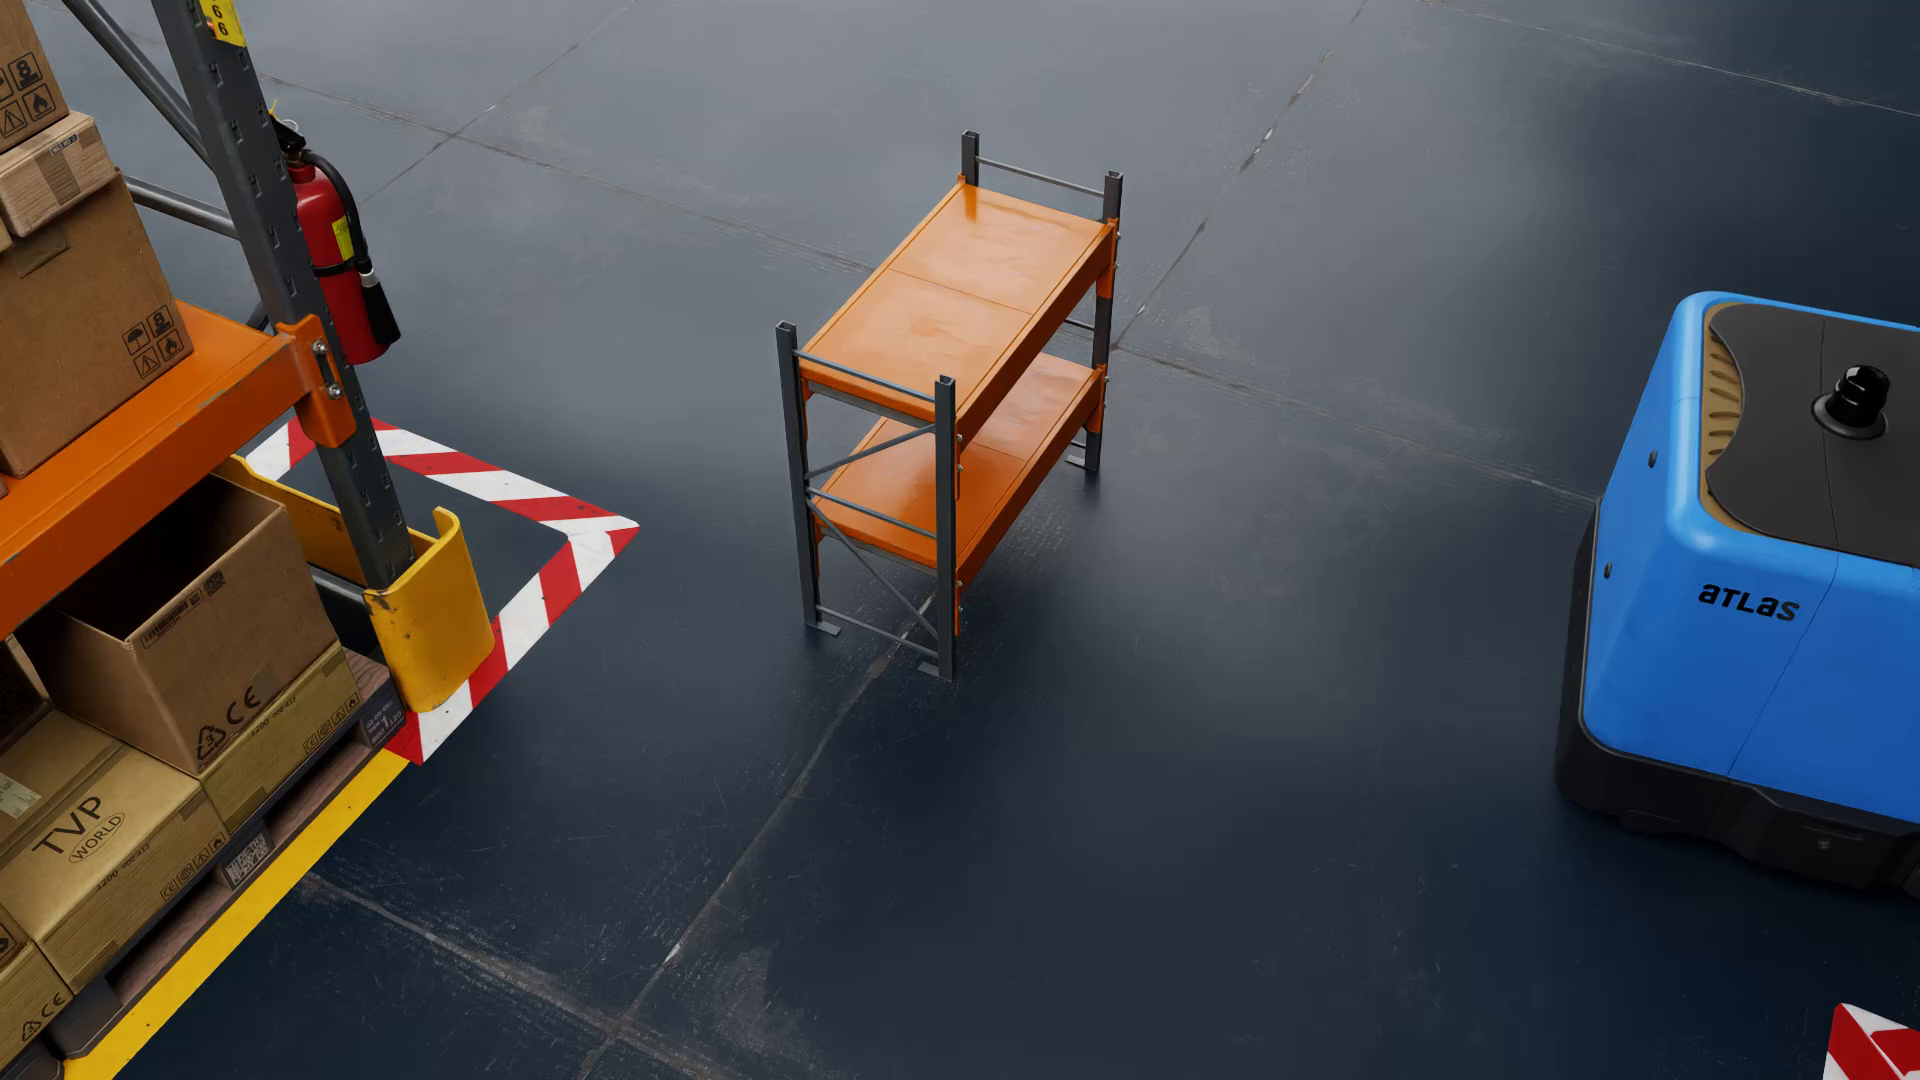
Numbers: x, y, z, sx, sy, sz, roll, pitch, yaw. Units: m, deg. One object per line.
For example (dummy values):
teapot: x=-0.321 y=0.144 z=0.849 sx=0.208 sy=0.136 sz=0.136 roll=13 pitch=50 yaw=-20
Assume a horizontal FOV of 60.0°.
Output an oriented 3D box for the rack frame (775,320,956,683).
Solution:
rack frame: x=-0.239 y=-0.071 z=4.529 sx=0.500 sy=1.125 sz=0.032 roll=20 pitch=49 yaw=19

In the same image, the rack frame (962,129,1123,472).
rack frame: x=0.233 y=-0.711 z=5.162 sx=0.500 sy=1.125 sz=0.032 roll=20 pitch=49 yaw=19

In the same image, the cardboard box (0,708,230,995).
cardboard box: x=-2.176 y=0.745 z=4.043 sx=0.500 sy=0.250 sz=0.500 roll=20 pitch=49 yaw=19

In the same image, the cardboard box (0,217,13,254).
cardboard box: x=-2.096 y=-0.623 z=3.230 sx=0.380 sy=0.149 sz=0.250 roll=22 pitch=49 yaw=20

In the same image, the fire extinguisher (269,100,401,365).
fire extinguisher: x=-1.501 y=-0.723 z=3.910 sx=0.296 sy=0.674 sz=0.183 roll=20 pitch=49 yaw=19

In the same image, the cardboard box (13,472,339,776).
cardboard box: x=-1.952 y=0.163 z=4.091 sx=0.500 sy=0.500 sz=0.500 roll=20 pitch=49 yaw=19

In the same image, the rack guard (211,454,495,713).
rack guard: x=-1.956 y=0.035 z=4.864 sx=1.175 sy=0.500 sz=0.348 roll=20 pitch=49 yaw=19

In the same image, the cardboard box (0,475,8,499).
cardboard box: x=-2.435 y=-0.241 z=3.309 sx=0.700 sy=0.500 sz=0.500 roll=22 pitch=49 yaw=20

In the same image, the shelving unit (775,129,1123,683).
shelving unit: x=-0.003 y=-0.391 z=4.846 sx=0.538 sy=1.125 sz=1.048 roll=20 pitch=49 yaw=19

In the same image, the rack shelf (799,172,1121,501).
rack shelf: x=-0.003 y=-0.597 z=4.638 sx=0.538 sy=0.278 sz=1.000 roll=20 pitch=49 yaw=19

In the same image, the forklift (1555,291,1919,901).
forklift: x=3.190 y=-0.299 z=3.485 sx=3.031 sy=2.935 sz=1.130 roll=13 pitch=47 yaw=13

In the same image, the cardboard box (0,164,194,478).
cardboard box: x=-2.195 y=-0.574 z=3.638 sx=0.700 sy=0.500 sz=0.500 roll=20 pitch=49 yaw=19

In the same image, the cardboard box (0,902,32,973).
cardboard box: x=-2.404 y=0.798 z=3.463 sx=0.500 sy=0.500 sz=0.500 roll=20 pitch=49 yaw=19

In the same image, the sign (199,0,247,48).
sign: x=-1.493 y=-1.131 z=3.278 sx=0.100 sy=0.325 sz=0.005 roll=20 pitch=49 yaw=19

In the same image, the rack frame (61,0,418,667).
rack frame: x=-1.967 y=-0.829 z=3.960 sx=1.000 sy=3.000 sz=0.127 roll=20 pitch=49 yaw=19

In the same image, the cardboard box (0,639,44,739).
cardboard box: x=-2.643 y=0.307 z=3.949 sx=0.500 sy=0.500 sz=0.500 roll=20 pitch=49 yaw=19

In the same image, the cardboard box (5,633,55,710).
cardboard box: x=-2.413 y=0.255 z=4.527 sx=0.500 sy=0.250 sz=0.500 roll=20 pitch=49 yaw=19

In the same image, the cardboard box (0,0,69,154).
cardboard box: x=-2.220 y=-0.997 z=3.144 sx=0.700 sy=0.500 sz=0.500 roll=21 pitch=49 yaw=19

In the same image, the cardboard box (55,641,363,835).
cardboard box: x=-1.954 y=0.426 z=4.358 sx=0.500 sy=0.250 sz=0.500 roll=20 pitch=49 yaw=19

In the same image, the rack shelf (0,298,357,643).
rack shelf: x=-2.895 y=0.684 z=2.971 sx=1.077 sy=0.370 sz=4.000 roll=20 pitch=49 yaw=19

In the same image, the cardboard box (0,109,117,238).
cardboard box: x=-1.976 y=-0.788 z=3.394 sx=0.380 sy=0.149 sz=0.250 roll=20 pitch=49 yaw=18

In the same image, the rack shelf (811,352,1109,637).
rack shelf: x=-0.003 y=-0.219 z=5.020 sx=0.538 sy=0.278 sz=1.000 roll=20 pitch=49 yaw=19

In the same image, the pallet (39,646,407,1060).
pallet: x=-2.285 y=0.647 z=4.462 sx=1.003 sy=0.211 sz=1.213 roll=20 pitch=49 yaw=19

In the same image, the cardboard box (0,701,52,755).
cardboard box: x=-2.642 y=0.571 z=4.215 sx=0.500 sy=0.250 sz=0.500 roll=20 pitch=49 yaw=19

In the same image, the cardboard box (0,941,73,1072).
cardboard box: x=-2.406 y=1.060 z=3.731 sx=0.500 sy=0.250 sz=0.500 roll=20 pitch=49 yaw=19

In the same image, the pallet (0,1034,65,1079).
pallet: x=-2.852 y=1.413 z=3.705 sx=1.003 sy=0.211 sz=1.213 roll=20 pitch=49 yaw=19
